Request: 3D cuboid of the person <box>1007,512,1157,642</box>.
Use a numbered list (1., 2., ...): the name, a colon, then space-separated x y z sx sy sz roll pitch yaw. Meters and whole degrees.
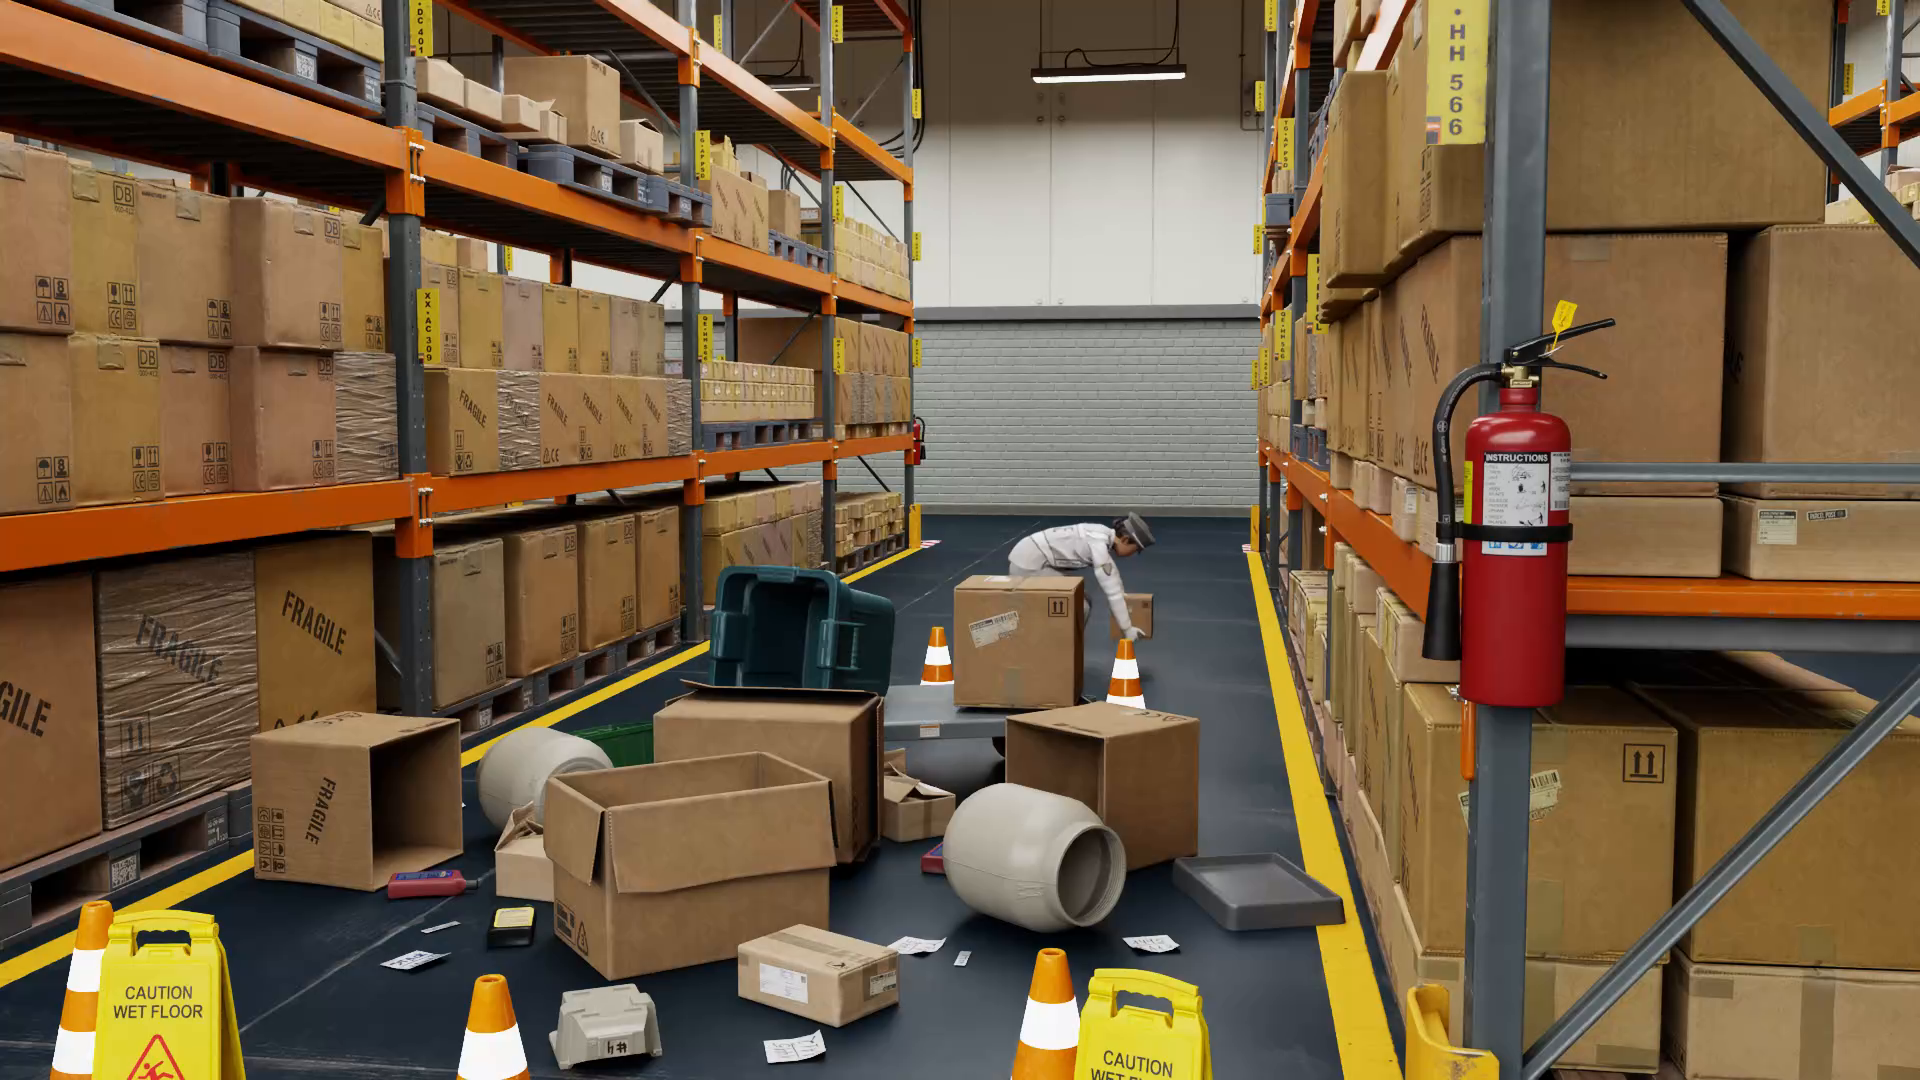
1. person: 0.753 0.314 10.263 0.915 0.983 0.467 0 5 6
